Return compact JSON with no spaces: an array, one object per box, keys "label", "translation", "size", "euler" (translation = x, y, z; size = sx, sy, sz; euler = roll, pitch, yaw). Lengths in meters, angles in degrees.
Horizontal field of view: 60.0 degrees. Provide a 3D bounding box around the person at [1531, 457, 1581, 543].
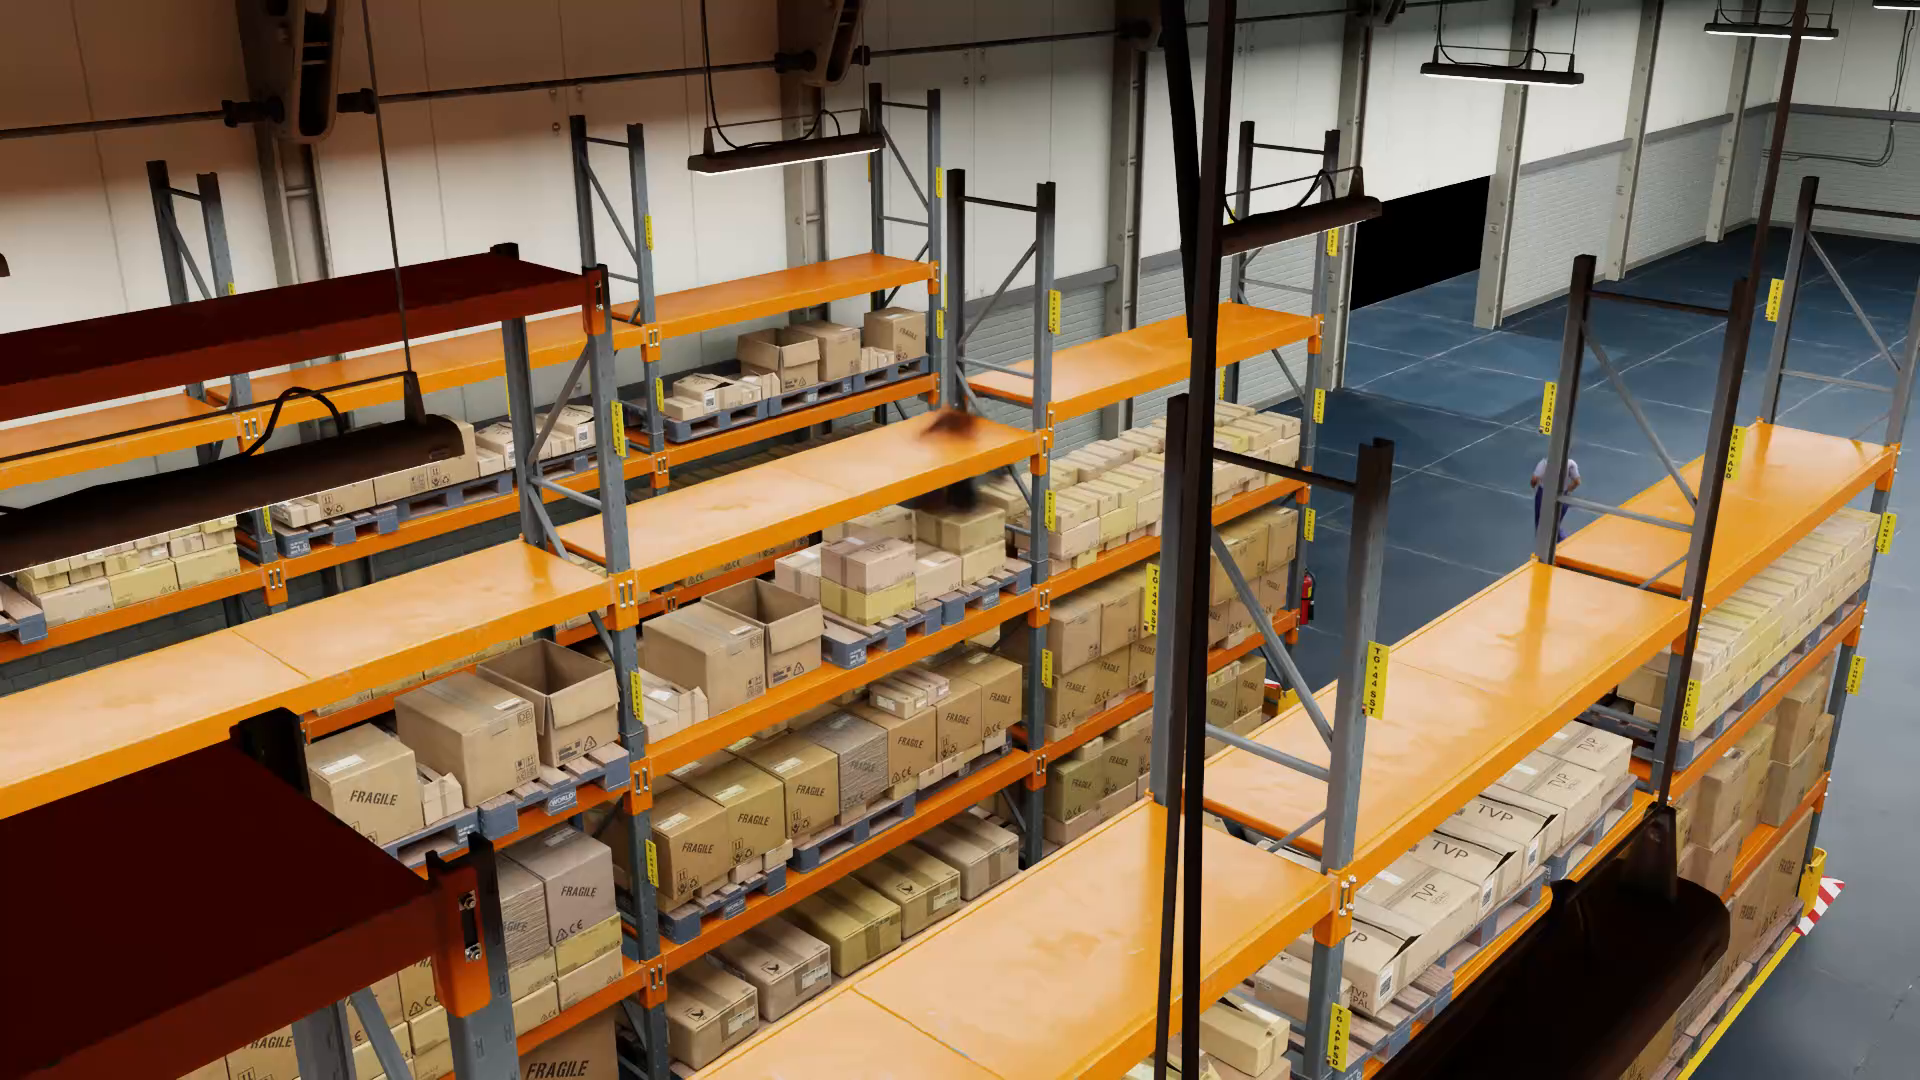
[{"label":"person","translation":[7.506,-0.490,21.097],"size":[0.600,1.620,0.596],"euler":[1,21,2]}]
